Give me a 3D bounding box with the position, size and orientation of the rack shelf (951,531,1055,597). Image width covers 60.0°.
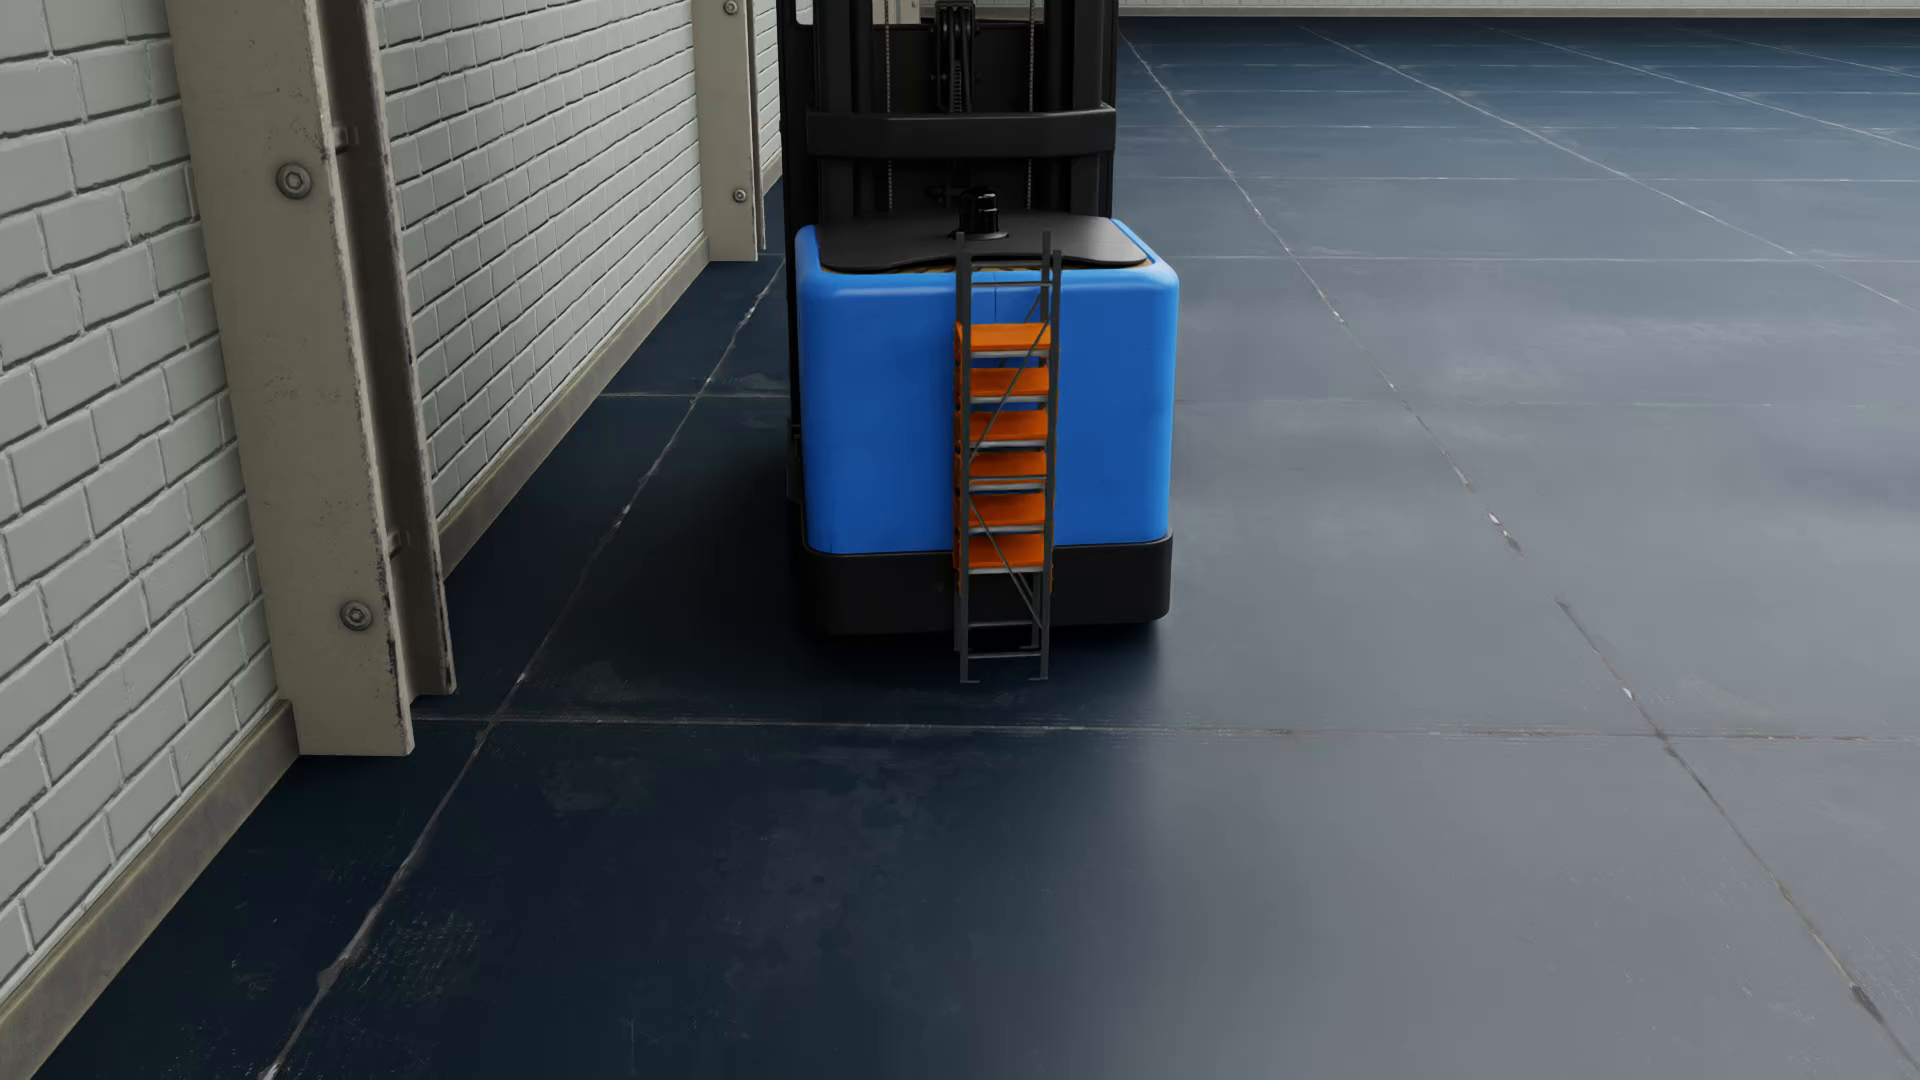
[{"bbox_3d":[0.113,0.062,4.480,0.258,0.103,0.180,-2,25,-5],"label":"rack shelf"}]

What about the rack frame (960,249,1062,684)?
[{"bbox_3d":[0.123,-0.157,4.277,0.240,1.200,0.006,-2,25,-5],"label":"rack frame"}]

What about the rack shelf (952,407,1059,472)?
[{"bbox_3d":[0.115,-0.264,4.327,0.258,0.103,0.180,-2,25,-5],"label":"rack shelf"}]

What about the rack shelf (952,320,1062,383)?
[{"bbox_3d":[0.117,-0.481,4.225,0.258,0.103,0.180,-2,25,-5],"label":"rack shelf"}]

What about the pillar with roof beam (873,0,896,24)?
[{"bbox_3d":[3.327,-10.192,19.356,9.100,9.000,0.400,1,21,2],"label":"pillar with roof beam"}]

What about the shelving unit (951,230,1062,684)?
[{"bbox_3d":[0.115,-0.196,4.359,0.258,1.200,0.189,-2,25,-5],"label":"shelving unit"}]

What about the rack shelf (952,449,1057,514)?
[{"bbox_3d":[0.115,-0.155,4.378,0.258,0.103,0.180,-2,25,-5],"label":"rack shelf"}]

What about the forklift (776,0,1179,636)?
[{"bbox_3d":[-0.067,-1.593,5.582,1.130,2.935,3.031,-2,21,-6],"label":"forklift"}]

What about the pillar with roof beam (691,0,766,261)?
[{"bbox_3d":[2.962,-5.853,8.173,9.100,9.000,0.400,1,21,2],"label":"pillar with roof beam"}]

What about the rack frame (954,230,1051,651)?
[{"bbox_3d":[0.106,-0.234,4.442,0.240,1.200,0.006,-2,25,-5],"label":"rack frame"}]

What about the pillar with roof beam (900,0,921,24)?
[{"bbox_3d":[3.509,-12.361,24.947,9.100,9.000,0.400,1,21,2],"label":"pillar with roof beam"}]

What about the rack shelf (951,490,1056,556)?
[{"bbox_3d":[0.114,-0.047,4.429,0.258,0.103,0.180,-2,25,-5],"label":"rack shelf"}]

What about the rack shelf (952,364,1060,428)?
[{"bbox_3d":[0.116,-0.373,4.276,0.258,0.103,0.180,-2,25,-5],"label":"rack shelf"}]

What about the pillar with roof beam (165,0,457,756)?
[{"bbox_3d":[2.779,-3.684,2.582,9.100,9.000,0.400,1,21,2],"label":"pillar with roof beam"}]
